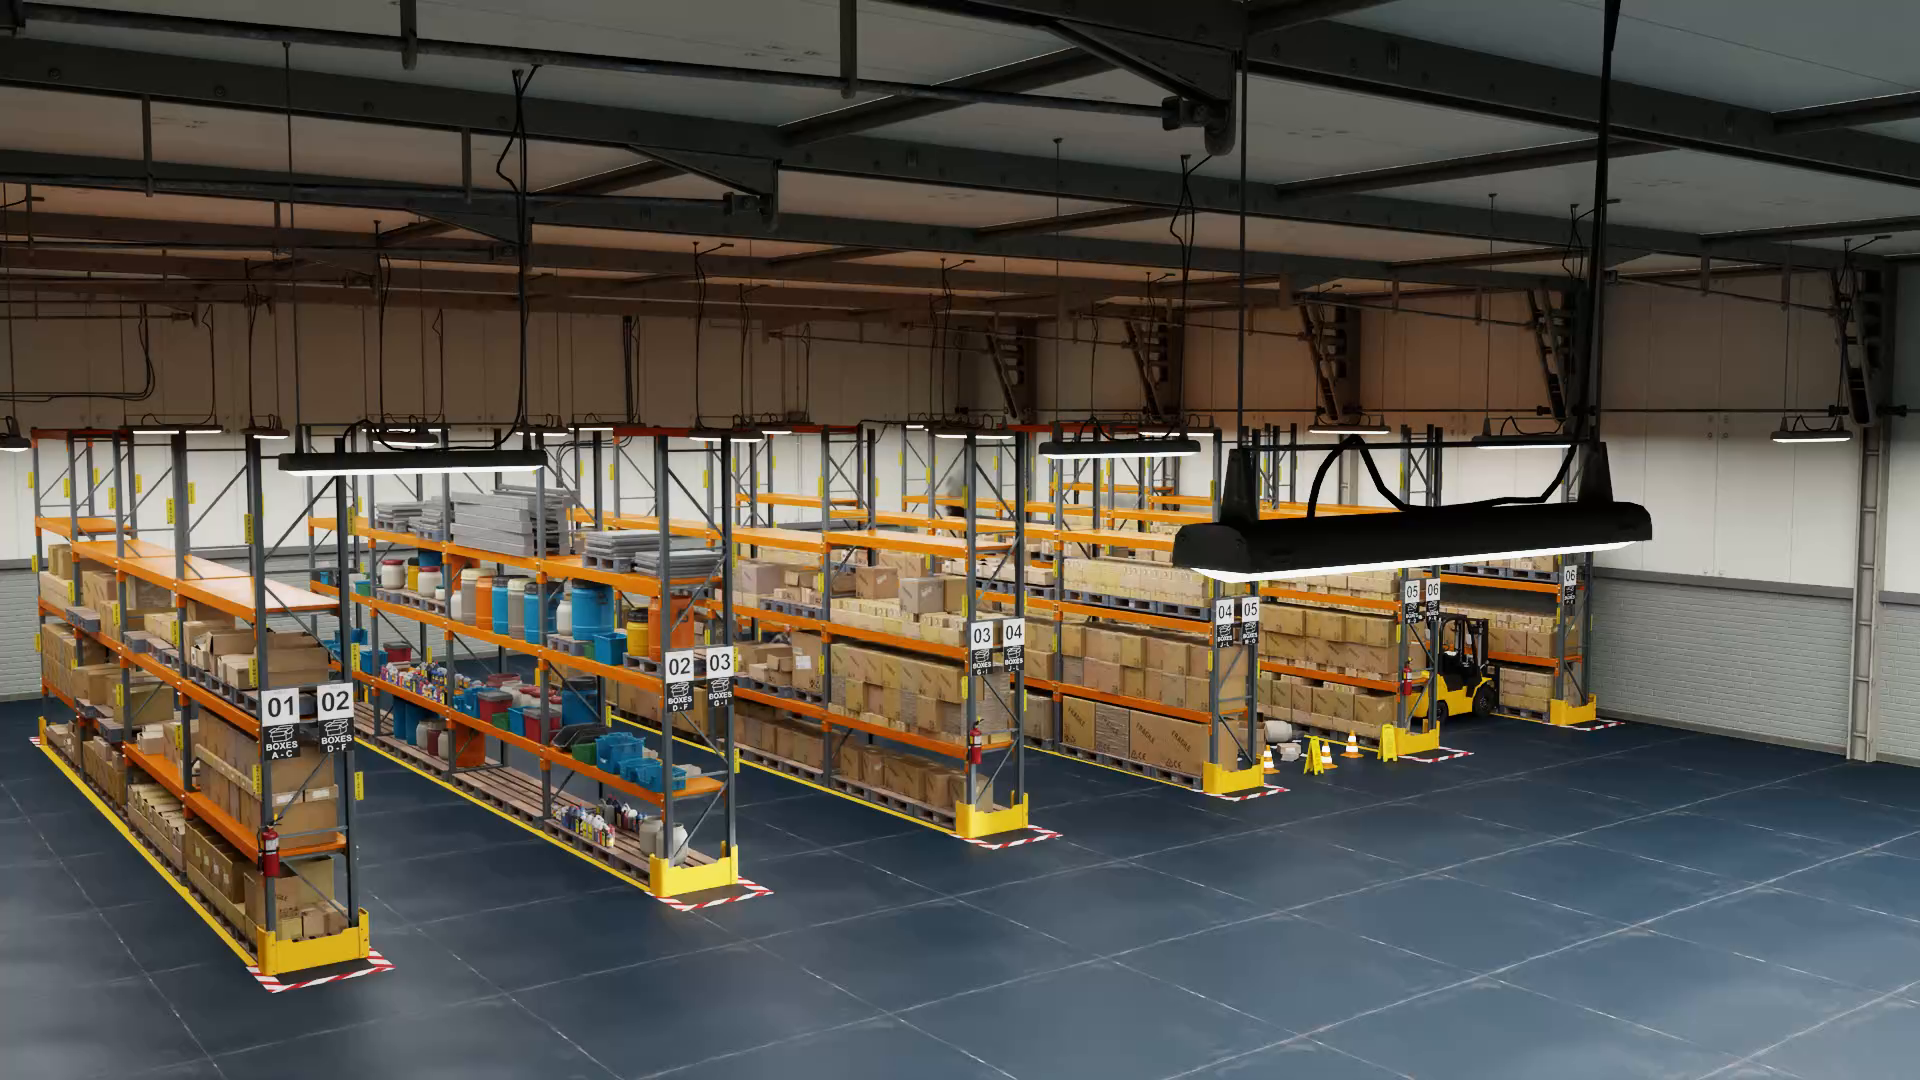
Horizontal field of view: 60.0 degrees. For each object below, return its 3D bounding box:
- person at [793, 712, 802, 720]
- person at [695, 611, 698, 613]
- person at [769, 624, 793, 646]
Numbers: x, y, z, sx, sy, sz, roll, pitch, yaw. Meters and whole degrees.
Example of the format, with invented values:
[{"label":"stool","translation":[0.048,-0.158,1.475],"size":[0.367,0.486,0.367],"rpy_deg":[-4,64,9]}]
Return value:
[{"label":"person","translation":[-3.232,2.865,33.079],"size":[0.643,1.742,0.612],"rpy_deg":[-3,6,-37]},{"label":"person","translation":[-6.317,2.469,39.455],"size":[0.580,1.576,0.664],"rpy_deg":[0,4,2]},{"label":"person","translation":[-3.731,2.655,36.000],"size":[0.620,1.747,0.811],"rpy_deg":[-4,6,-39]}]
